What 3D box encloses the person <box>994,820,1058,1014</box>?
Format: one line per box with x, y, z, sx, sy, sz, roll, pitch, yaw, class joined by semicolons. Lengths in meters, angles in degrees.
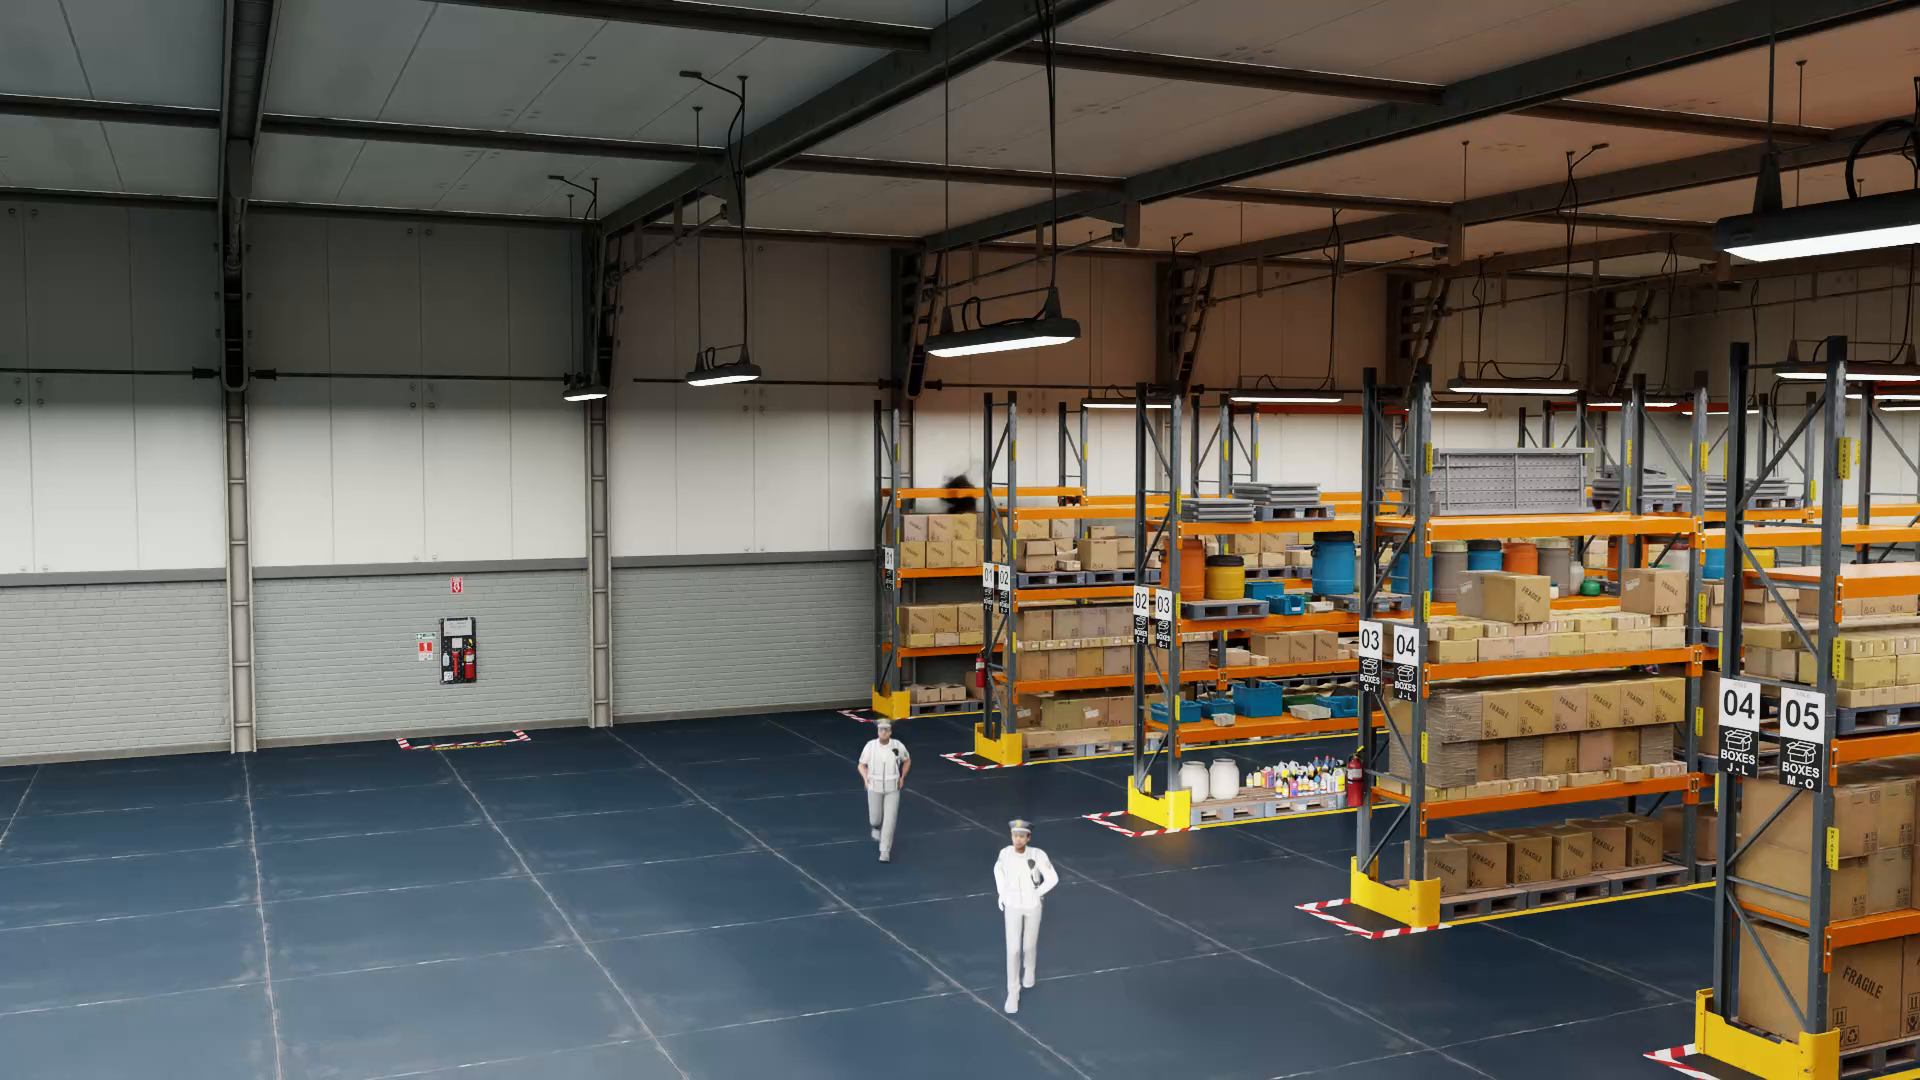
0.608;3.415;15.413;0.611;1.732;0.813;0;3;7;person

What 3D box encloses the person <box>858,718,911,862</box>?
-0.936;3.082;20.766;0.663;1.746;0.798;0;3;-3;person
